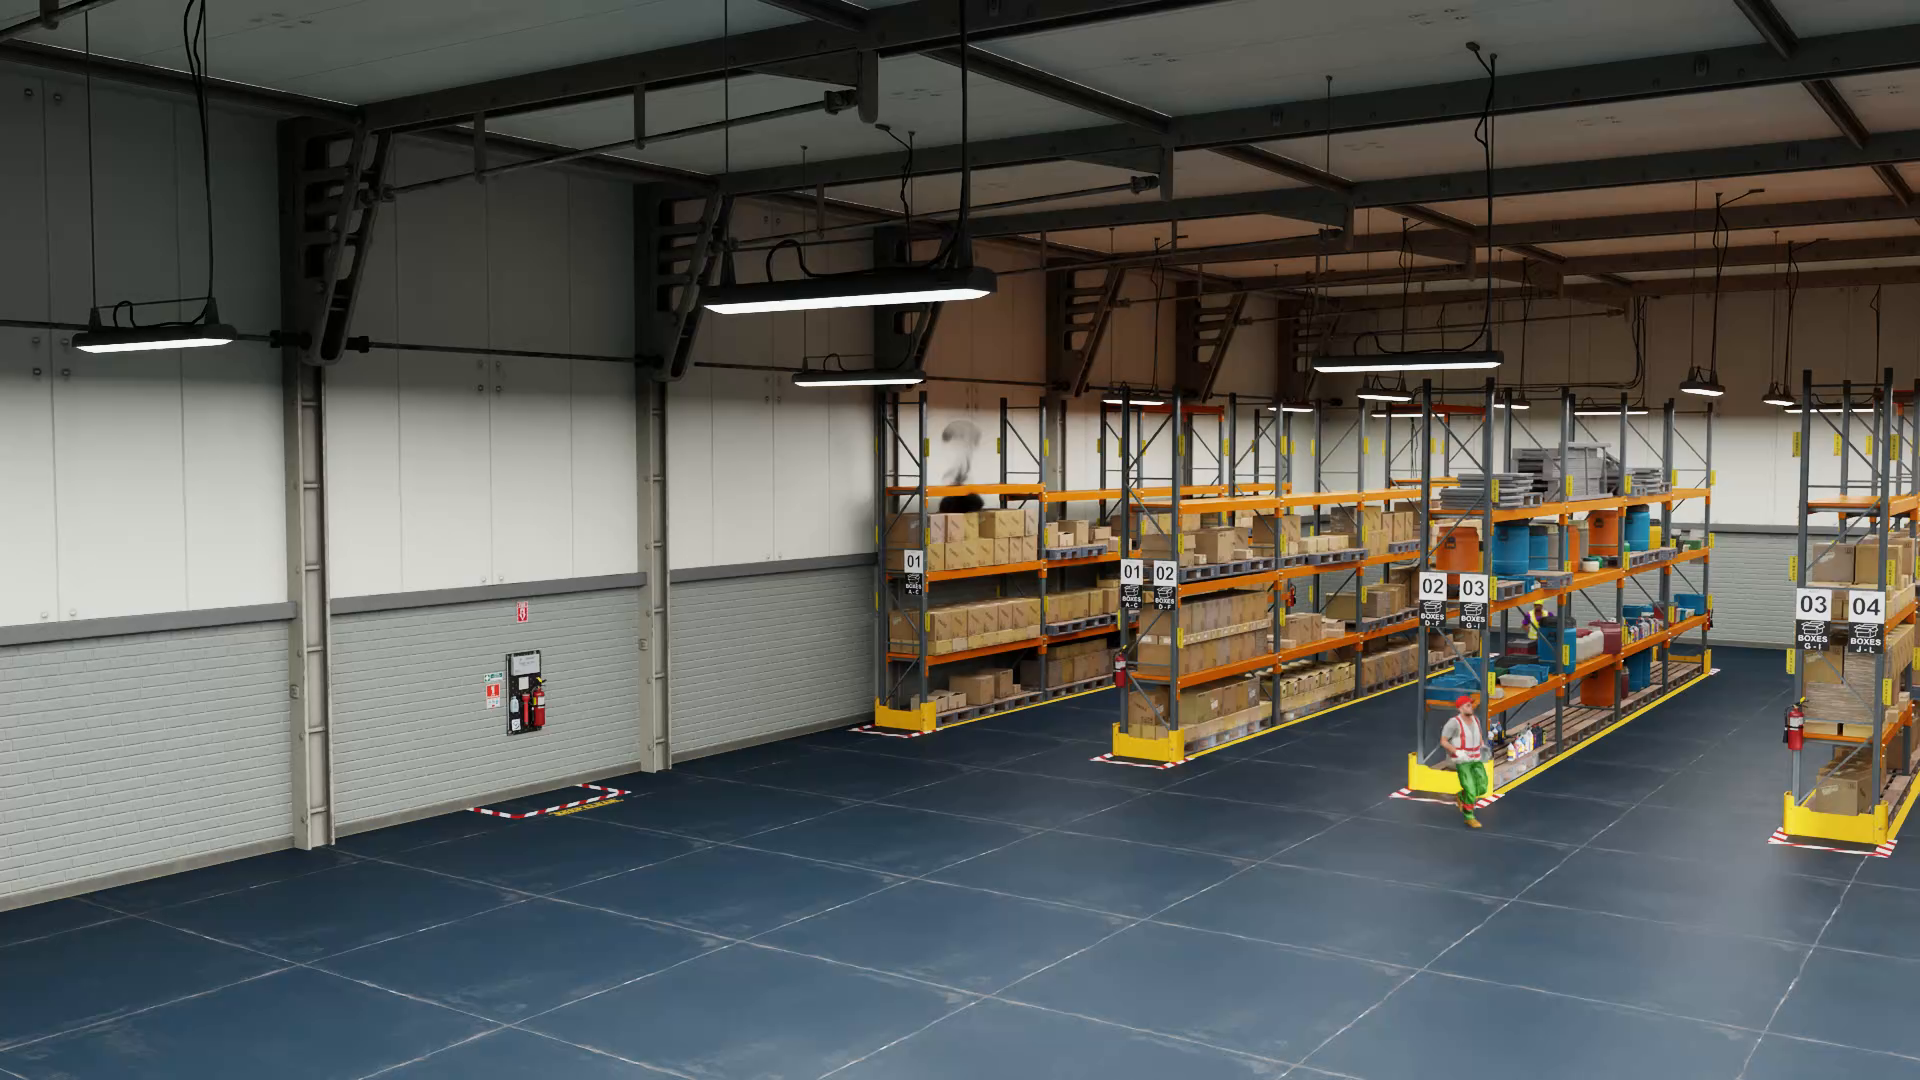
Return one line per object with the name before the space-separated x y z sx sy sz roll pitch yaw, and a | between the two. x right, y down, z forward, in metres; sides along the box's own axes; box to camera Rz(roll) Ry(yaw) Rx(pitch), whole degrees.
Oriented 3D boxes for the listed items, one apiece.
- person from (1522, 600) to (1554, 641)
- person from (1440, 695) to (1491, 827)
person | 12.380 2.149 35.636 0.629 1.812 0.826 2 4 32
person | 6.661 2.915 22.053 0.682 1.737 0.572 -2 4 -26
